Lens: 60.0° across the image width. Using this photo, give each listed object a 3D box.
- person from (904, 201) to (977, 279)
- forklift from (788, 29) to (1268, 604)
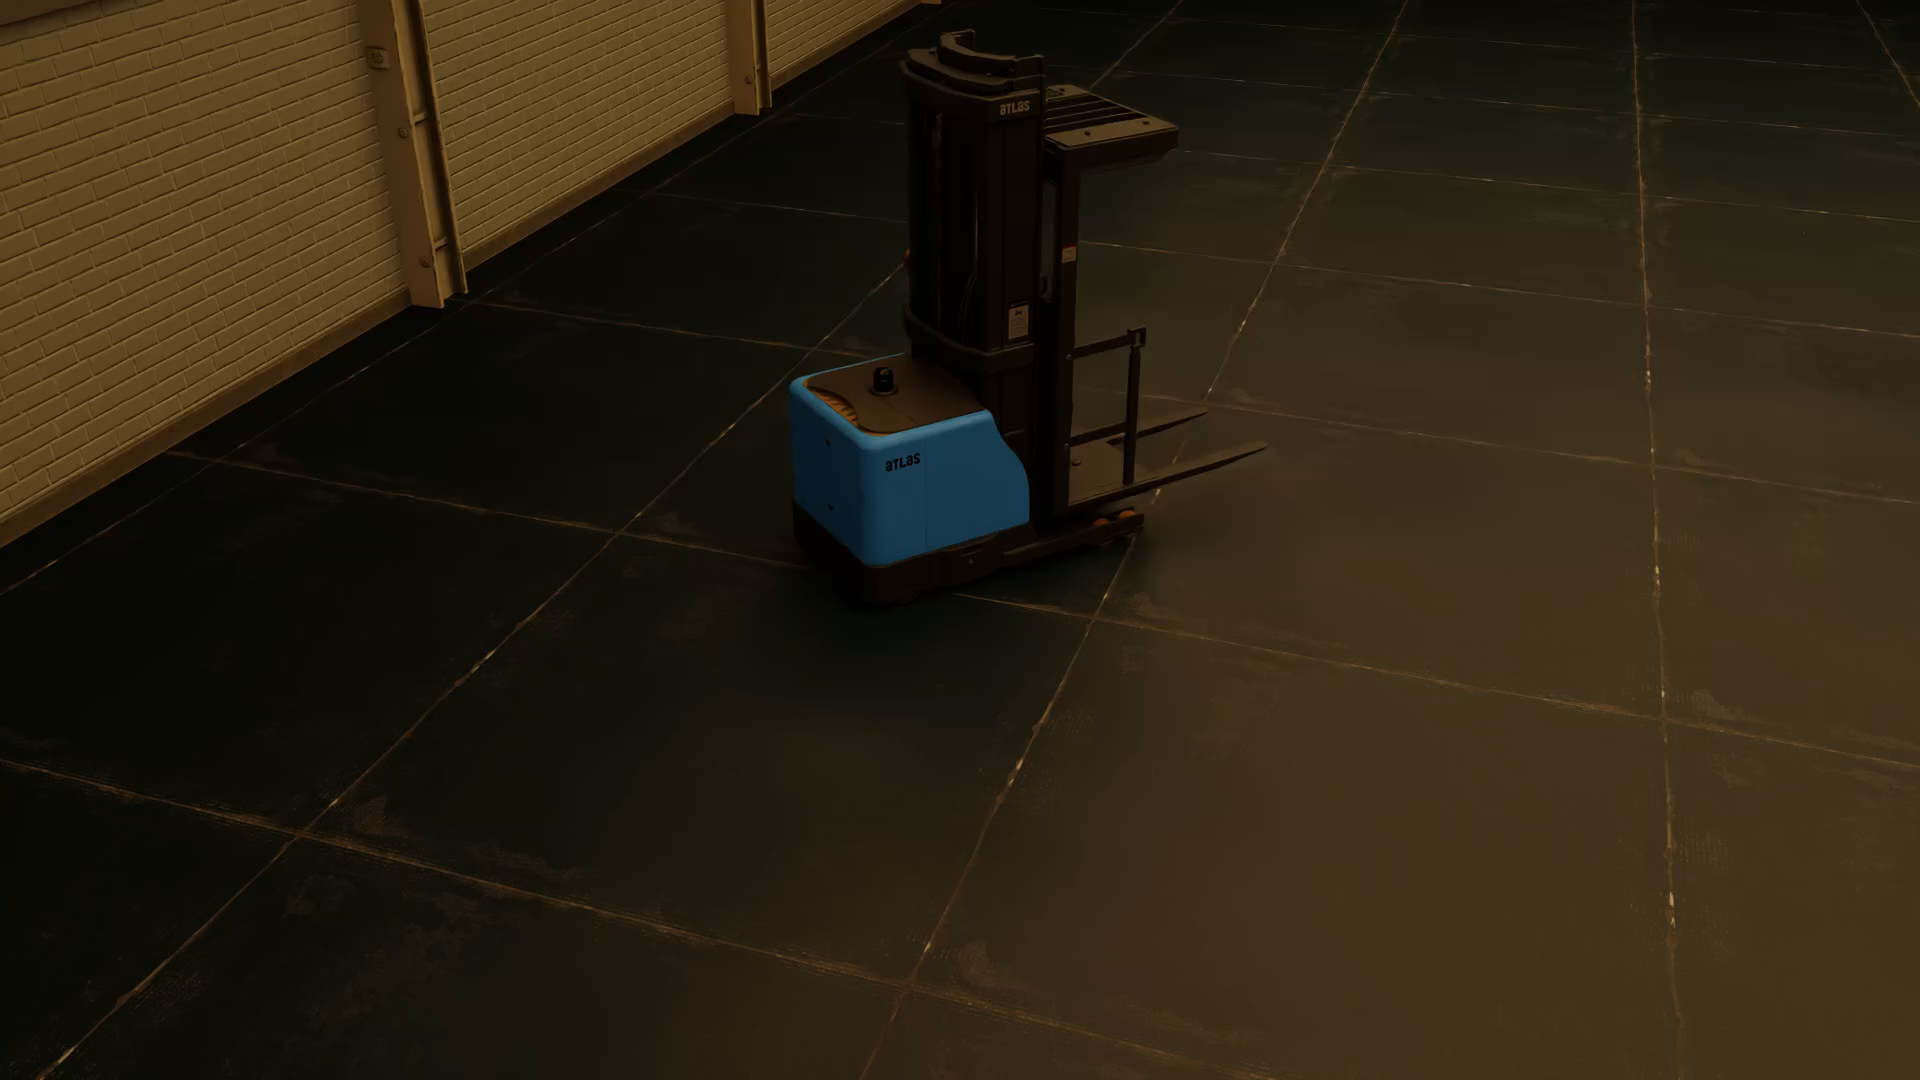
[{"bbox_3d":[0.051,-1.662,11.598,0.922,1.534,0.483,5,30,9],"label":"person"},{"bbox_3d":[0.523,-1.442,9.667,3.031,2.935,1.130,-17,34,-27],"label":"forklift"}]
